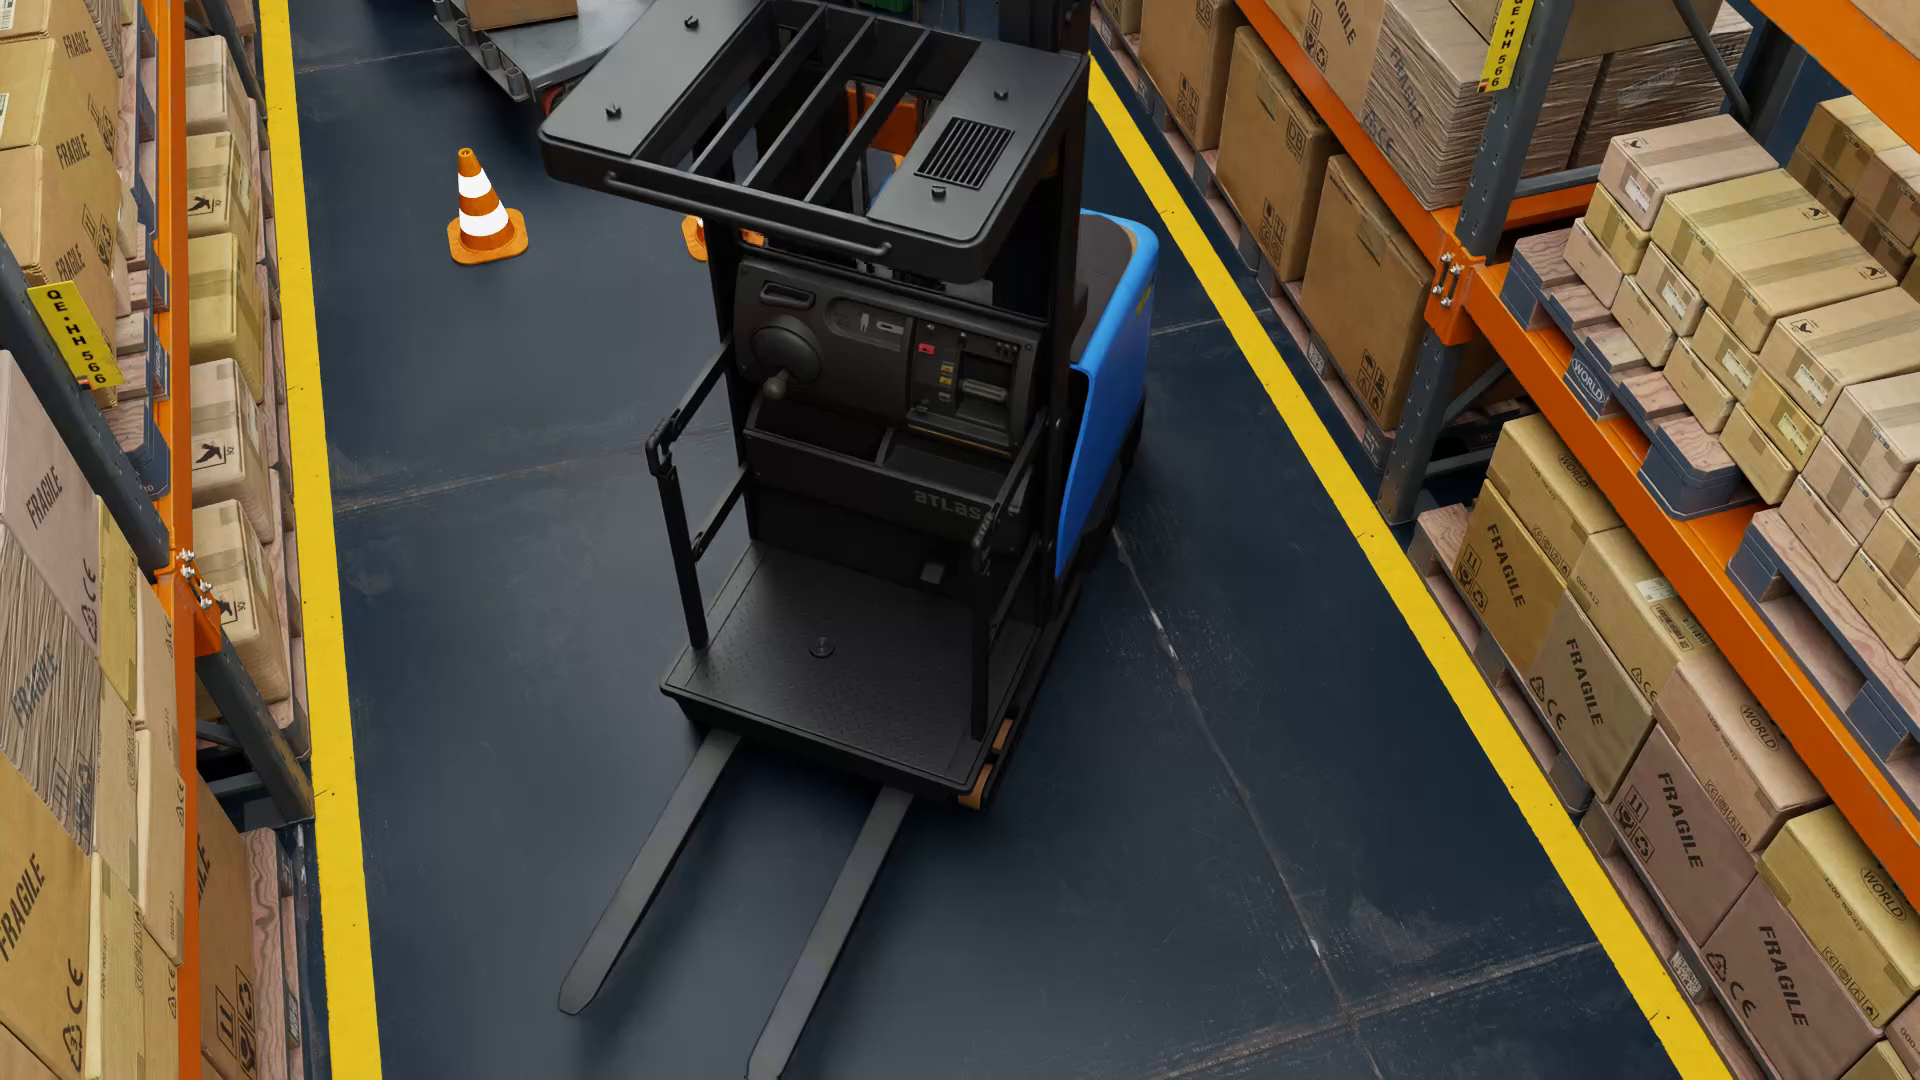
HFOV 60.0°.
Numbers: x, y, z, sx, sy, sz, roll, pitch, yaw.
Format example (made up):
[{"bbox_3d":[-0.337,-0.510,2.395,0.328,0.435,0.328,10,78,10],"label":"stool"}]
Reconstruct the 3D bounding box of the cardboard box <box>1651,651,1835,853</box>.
[{"bbox_3d":[2.339,0.551,4.694,0.500,0.250,0.500,-13,51,-11],"label":"cardboard box"}]

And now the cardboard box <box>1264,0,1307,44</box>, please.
[{"bbox_3d":[1.399,-2.201,6.078,0.500,0.500,0.500,-14,51,-12],"label":"cardboard box"}]

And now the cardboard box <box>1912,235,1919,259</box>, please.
[{"bbox_3d":[2.815,-0.788,4.453,0.380,0.149,0.250,-12,51,-10],"label":"cardboard box"}]

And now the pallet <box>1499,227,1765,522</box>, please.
[{"bbox_3d":[2.395,-0.613,4.930,1.213,0.211,1.003,-13,51,-11],"label":"pallet"}]

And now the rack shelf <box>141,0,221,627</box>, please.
[{"bbox_3d":[-3.207,-1.207,5.776,1.077,0.370,4.000,-13,51,-11],"label":"rack shelf"}]

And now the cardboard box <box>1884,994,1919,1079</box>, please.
[{"bbox_3d":[2.665,1.314,4.050,0.500,0.250,0.500,-11,51,-9],"label":"cardboard box"}]

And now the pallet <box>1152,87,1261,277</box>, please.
[{"bbox_3d":[1.564,-1.754,7.591,1.003,0.211,1.213,-13,51,-11],"label":"pallet"}]

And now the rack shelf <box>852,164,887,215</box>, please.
[{"bbox_3d":[-0.291,-1.150,6.780,0.480,0.518,0.431,18,52,15],"label":"rack shelf"}]

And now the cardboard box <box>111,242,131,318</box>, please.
[{"bbox_3d":[-2.623,-0.736,4.798,0.380,0.149,0.250,-16,52,-13],"label":"cardboard box"}]

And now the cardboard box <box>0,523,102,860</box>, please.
[{"bbox_3d":[-2.054,0.359,3.266,0.500,0.500,0.500,-13,51,-10],"label":"cardboard box"}]

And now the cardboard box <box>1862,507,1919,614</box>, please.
[{"bbox_3d":[2.416,0.017,3.968,0.380,0.149,0.250,-14,51,-11],"label":"cardboard box"}]

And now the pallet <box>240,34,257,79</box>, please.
[{"bbox_3d":[-4.031,-2.483,8.205,1.003,0.211,1.213,-13,51,-11],"label":"pallet"}]

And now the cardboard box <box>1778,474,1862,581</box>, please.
[{"bbox_3d":[2.344,-0.069,4.236,0.380,0.149,0.250,-12,51,-10],"label":"cardboard box"}]

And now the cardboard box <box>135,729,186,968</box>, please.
[{"bbox_3d":[-2.052,0.751,3.753,0.500,0.250,0.500,-12,51,-10],"label":"cardboard box"}]

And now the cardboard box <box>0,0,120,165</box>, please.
[{"bbox_3d":[-2.852,-1.388,4.923,0.500,0.500,0.500,-13,51,-10],"label":"cardboard box"}]

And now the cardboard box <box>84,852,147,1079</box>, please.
[{"bbox_3d":[-1.904,0.949,3.260,0.500,0.250,0.500,-15,51,-12],"label":"cardboard box"}]

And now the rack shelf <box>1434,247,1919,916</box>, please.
[{"bbox_3d":[2.674,0.522,4.319,1.077,0.370,4.000,-13,51,-11],"label":"rack shelf"}]

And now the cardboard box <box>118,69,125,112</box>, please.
[{"bbox_3d":[-2.966,-1.503,5.445,0.380,0.149,0.250,-12,51,-10],"label":"cardboard box"}]

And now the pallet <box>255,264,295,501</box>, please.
[{"bbox_3d":[-3.203,-0.540,6.567,1.003,0.211,1.213,-13,51,-11],"label":"pallet"}]

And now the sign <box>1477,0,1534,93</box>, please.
[{"bbox_3d":[1.554,-1.416,4.725,0.100,0.325,0.005,-13,51,-11],"label":"sign"}]

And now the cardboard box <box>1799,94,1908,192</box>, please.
[{"bbox_3d":[2.666,-1.163,4.769,0.380,0.149,0.250,-15,52,-12],"label":"cardboard box"}]

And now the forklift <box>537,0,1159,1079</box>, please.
[{"bbox_3d":[-0.303,-0.427,4.693,1.130,2.935,3.031,17,52,14],"label":"forklift"}]

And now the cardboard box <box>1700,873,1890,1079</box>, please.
[{"bbox_3d":[2.507,1.187,4.648,0.500,0.500,0.500,-14,51,-12],"label":"cardboard box"}]

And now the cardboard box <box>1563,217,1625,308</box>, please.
[{"bbox_3d":[2.022,-0.853,4.897,0.380,0.149,0.250,-14,51,-11],"label":"cardboard box"}]

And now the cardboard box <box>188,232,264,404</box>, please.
[{"bbox_3d":[-3.218,-0.774,6.384,0.950,0.372,0.625,-12,51,-10],"label":"cardboard box"}]

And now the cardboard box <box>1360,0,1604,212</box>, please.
[{"bbox_3d":[1.693,-1.471,5.463,0.500,0.500,0.500,-13,51,-11],"label":"cardboard box"}]

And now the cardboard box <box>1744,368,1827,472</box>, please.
[{"bbox_3d":[2.273,-0.347,4.276,0.380,0.149,0.250,-13,51,-11],"label":"cardboard box"}]

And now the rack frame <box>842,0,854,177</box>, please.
[{"bbox_3d":[-0.515,-1.683,6.296,0.015,2.100,0.400,18,52,15],"label":"rack frame"}]

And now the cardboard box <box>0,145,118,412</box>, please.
[{"bbox_3d":[-2.528,-0.622,4.278,0.500,0.500,0.500,-15,51,-12],"label":"cardboard box"}]

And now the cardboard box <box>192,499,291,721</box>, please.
[{"bbox_3d":[-2.774,0.319,5.463,0.950,0.372,0.625,-16,52,-13],"label":"cardboard box"}]

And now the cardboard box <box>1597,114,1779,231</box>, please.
[{"bbox_3d":[2.036,-1.033,4.659,0.380,0.149,0.250,-13,51,-11],"label":"cardboard box"}]

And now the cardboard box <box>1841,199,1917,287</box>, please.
[{"bbox_3d":[2.744,-0.869,4.716,0.380,0.149,0.250,-12,51,-10],"label":"cardboard box"}]

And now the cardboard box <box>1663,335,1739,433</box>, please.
[{"bbox_3d":[2.182,-0.460,4.566,0.380,0.149,0.250,-11,51,-9],"label":"cardboard box"}]

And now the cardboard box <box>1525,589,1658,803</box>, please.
[{"bbox_3d":[2.200,0.440,5.277,0.500,0.500,0.500,-13,51,-11],"label":"cardboard box"}]

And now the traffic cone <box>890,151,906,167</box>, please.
[{"bbox_3d":[-0.146,-1.954,7.594,0.336,0.463,0.334,-13,51,-11],"label":"traffic cone"}]

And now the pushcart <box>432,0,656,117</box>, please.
[{"bbox_3d":[-1.636,-2.606,8.200,1.648,0.377,0.936,-30,56,-23],"label":"pushcart"}]

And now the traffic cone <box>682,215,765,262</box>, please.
[{"bbox_3d":[-1.054,-1.507,7.218,0.336,0.463,0.334,-13,51,-11],"label":"traffic cone"}]

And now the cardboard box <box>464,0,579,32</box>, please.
[{"bbox_3d":[-2.107,-2.762,7.756,0.500,0.500,0.500,-13,51,-11],"label":"cardboard box"}]

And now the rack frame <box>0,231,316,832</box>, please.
[{"bbox_3d":[-2.616,0.022,4.269,1.000,3.000,0.127,-13,51,-11],"label":"rack frame"}]

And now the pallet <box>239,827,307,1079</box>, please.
[{"bbox_3d":[-2.455,1.514,4.836,1.003,0.211,1.213,-13,51,-11],"label":"pallet"}]

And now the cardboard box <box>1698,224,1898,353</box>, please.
[{"bbox_3d":[2.185,-0.660,4.345,0.380,0.149,0.250,-14,51,-11],"label":"cardboard box"}]

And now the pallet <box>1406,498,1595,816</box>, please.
[{"bbox_3d":[2.312,0.299,5.860,1.003,0.211,1.213,-13,51,-11],"label":"pallet"}]

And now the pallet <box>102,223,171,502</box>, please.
[{"bbox_3d":[-2.929,-0.413,4.761,1.213,0.211,1.003,-13,51,-11],"label":"pallet"}]

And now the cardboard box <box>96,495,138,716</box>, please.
[{"bbox_3d":[-2.230,0.206,3.886,0.500,0.250,0.500,-13,51,-11],"label":"cardboard box"}]

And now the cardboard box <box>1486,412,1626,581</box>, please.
[{"bbox_3d":[2.055,-0.184,5.313,0.500,0.250,0.500,-15,52,-13],"label":"cardboard box"}]

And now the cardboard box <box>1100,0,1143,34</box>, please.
[{"bbox_3d":[1.169,-3.070,8.073,1.050,0.750,0.750,-14,51,-11],"label":"cardboard box"}]

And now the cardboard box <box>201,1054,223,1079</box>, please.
[{"bbox_3d":[-2.231,1.747,3.930,0.875,0.875,0.875,-13,51,-11],"label":"cardboard box"}]

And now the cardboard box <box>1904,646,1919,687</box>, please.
[{"bbox_3d":[2.492,0.305,3.920,0.380,0.149,0.250,-15,51,-12],"label":"cardboard box"}]

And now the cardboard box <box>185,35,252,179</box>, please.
[{"bbox_3d":[-3.641,-1.805,7.254,0.950,0.372,0.625,-13,51,-11],"label":"cardboard box"}]

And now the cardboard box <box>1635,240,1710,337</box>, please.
[{"bbox_3d":[2.116,-0.725,4.594,0.380,0.149,0.250,-11,51,-9],"label":"cardboard box"}]

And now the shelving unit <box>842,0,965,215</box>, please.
[{"bbox_3d":[-0.291,-1.610,6.234,0.503,2.100,0.431,18,52,15],"label":"shelving unit"}]

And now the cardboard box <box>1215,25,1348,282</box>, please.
[{"bbox_3d":[1.727,-1.684,6.905,1.050,0.750,0.750,-13,51,-10],"label":"cardboard box"}]

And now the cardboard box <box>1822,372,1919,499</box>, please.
[{"bbox_3d":[2.344,-0.269,4.016,0.380,0.149,0.250,-11,51,-9],"label":"cardboard box"}]
